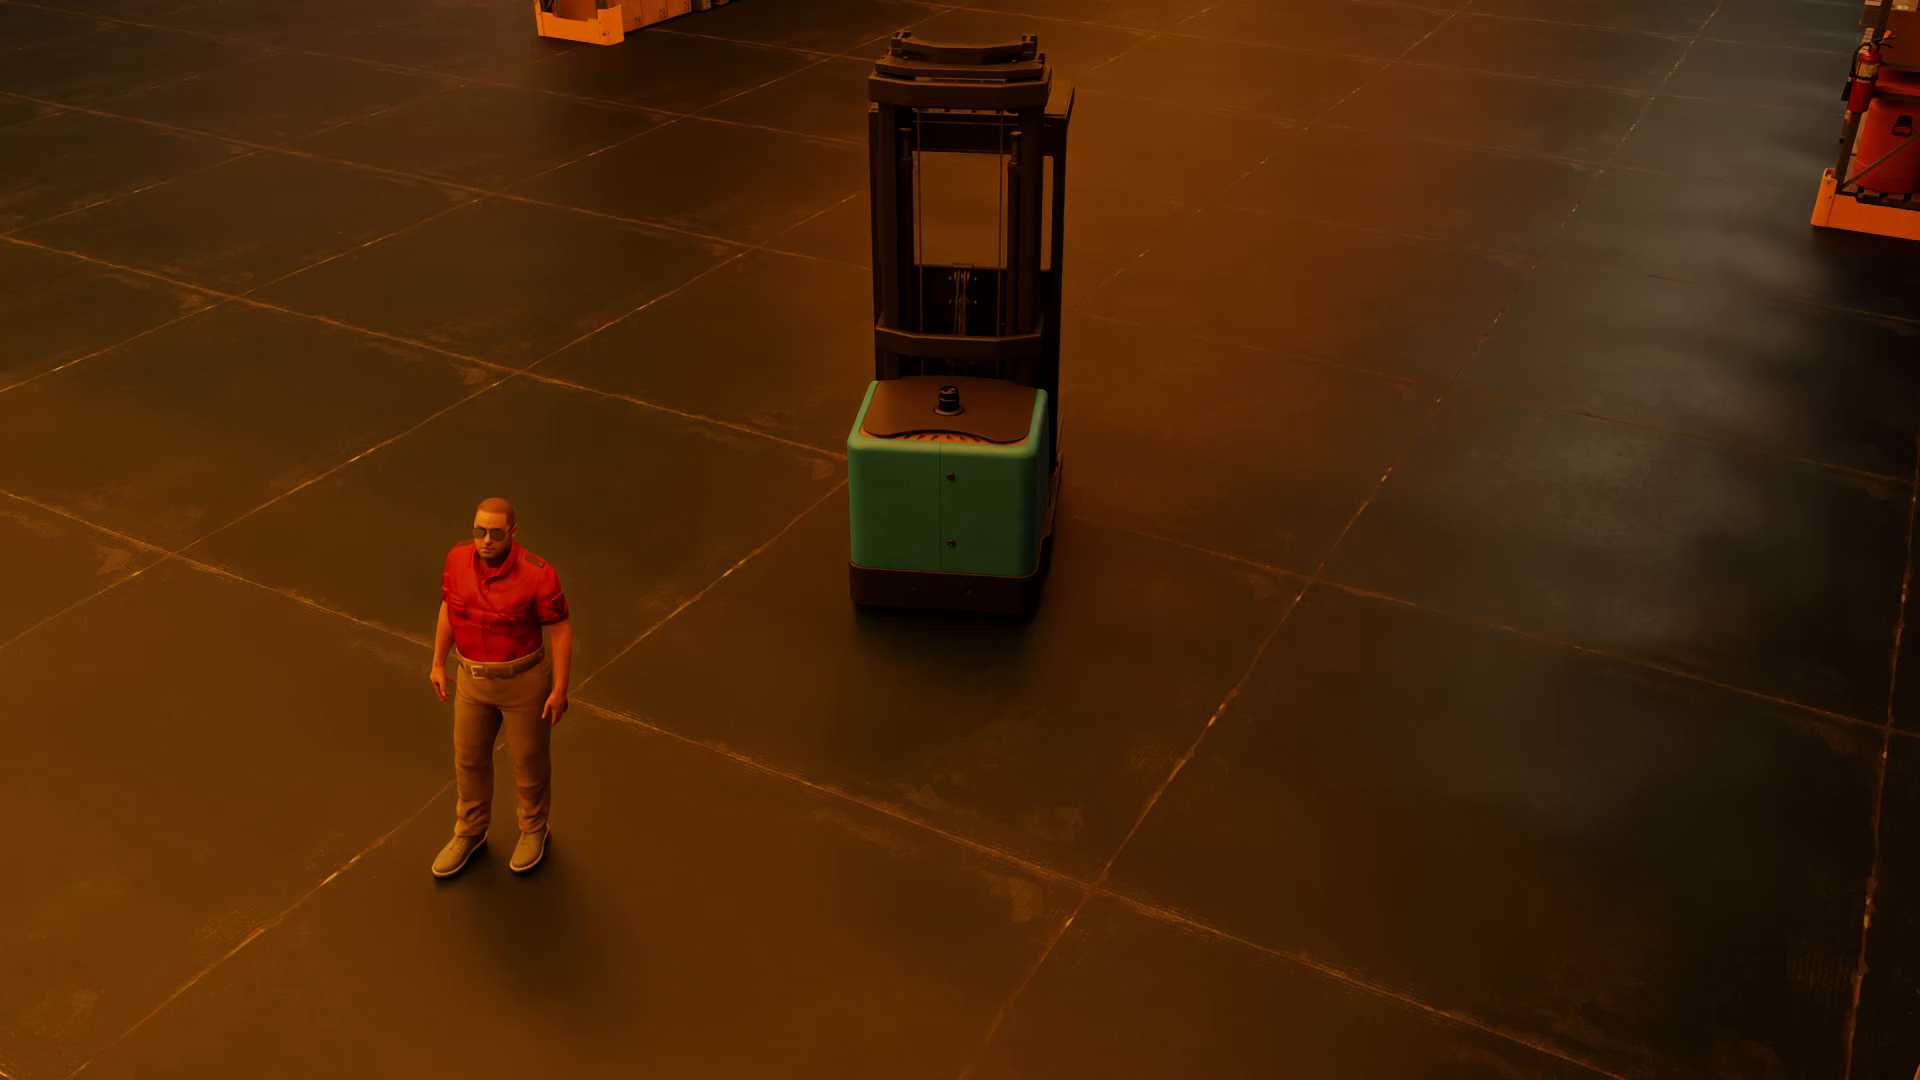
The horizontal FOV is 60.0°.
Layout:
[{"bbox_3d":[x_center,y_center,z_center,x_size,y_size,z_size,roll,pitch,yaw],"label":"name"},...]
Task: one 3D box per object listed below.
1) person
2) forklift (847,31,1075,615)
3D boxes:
[{"bbox_3d":[-1.998,0.655,7.124,0.638,1.727,0.551,7,31,11],"label":"person"},{"bbox_3d":[0.072,-1.572,9.794,1.130,2.935,3.031,3,30,6],"label":"forklift"}]
